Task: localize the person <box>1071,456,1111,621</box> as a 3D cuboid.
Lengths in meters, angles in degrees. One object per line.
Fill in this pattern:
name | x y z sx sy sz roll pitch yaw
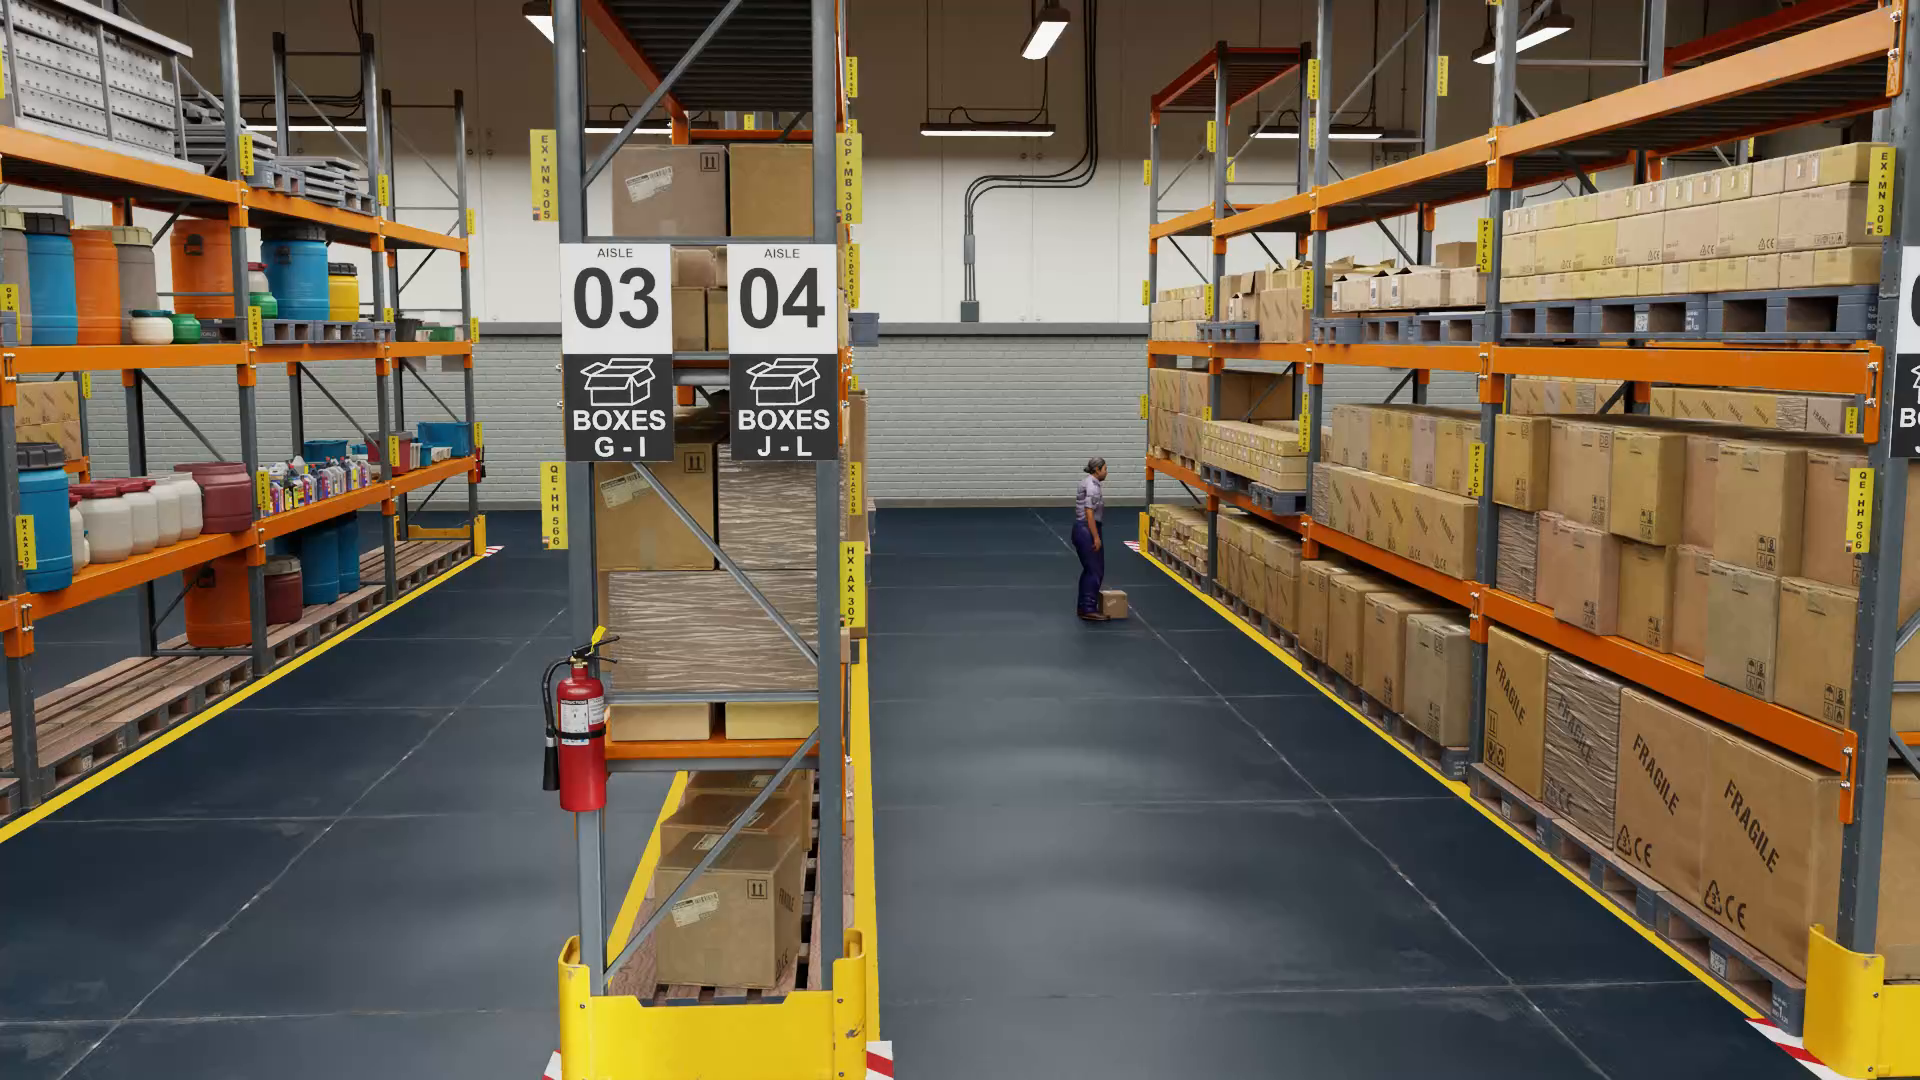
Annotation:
person | 1.336 -0.027 17.008 0.372 1.652 0.537 0 7 -3
